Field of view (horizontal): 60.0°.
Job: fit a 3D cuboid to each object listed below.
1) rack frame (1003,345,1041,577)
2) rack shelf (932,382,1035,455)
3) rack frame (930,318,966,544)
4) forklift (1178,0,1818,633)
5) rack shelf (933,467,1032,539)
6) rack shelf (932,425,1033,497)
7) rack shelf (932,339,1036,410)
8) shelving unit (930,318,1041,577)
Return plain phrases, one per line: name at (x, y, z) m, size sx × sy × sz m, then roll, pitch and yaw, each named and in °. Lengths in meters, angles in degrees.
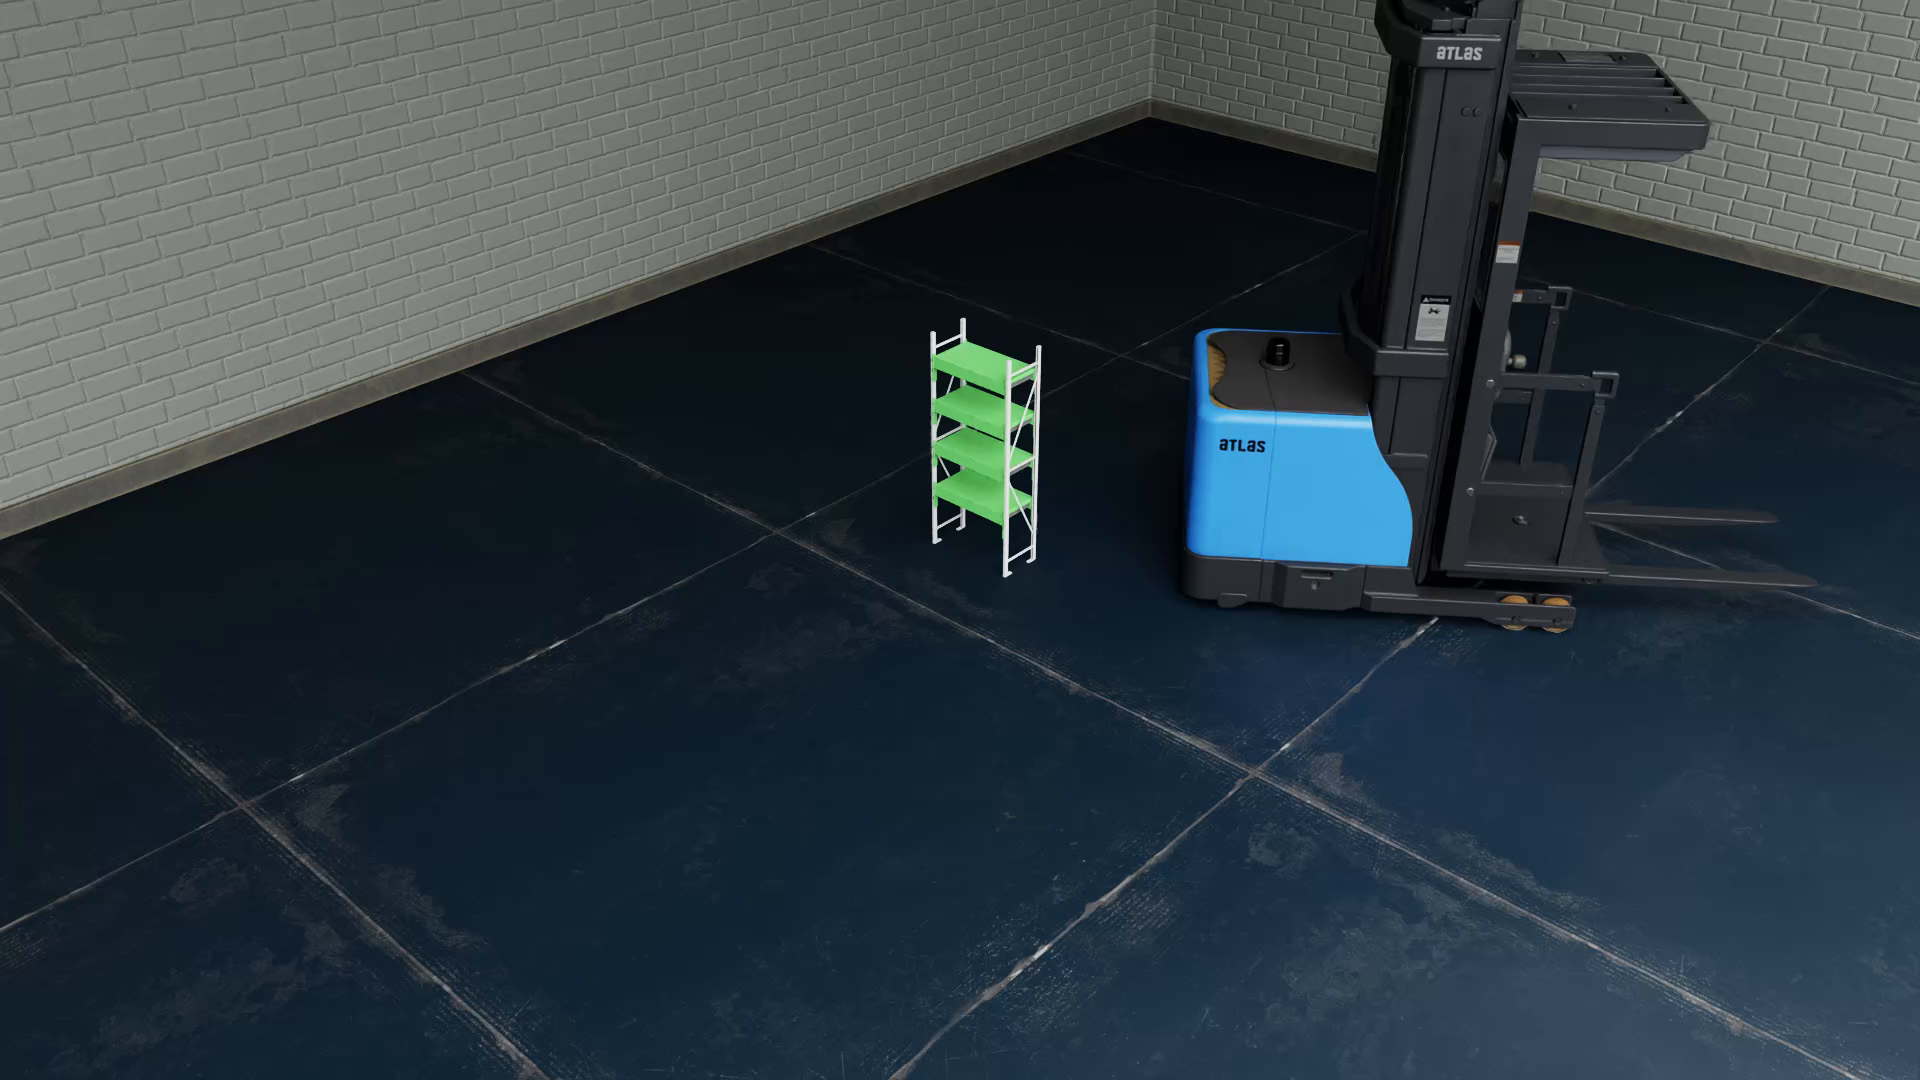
rack frame at (0.304, -0.372, 8.205) m, size 0.015 × 1.200 × 0.240 m, roll 25°, pitch 39°, yaw 35°
rack shelf at (0.123, -0.608, 8.255) m, size 0.480 × 0.148 × 0.258 m, roll 25°, pitch 39°, yaw 35°
rack frame at (-0.058, -0.541, 8.486) m, size 0.015 × 1.200 × 0.240 m, roll 25°, pitch 39°, yaw 35°
forklift at (2.638, -1.099, 7.734) m, size 3.031 × 2.935 × 1.130 m, roll 3°, pitch 31°, yaw 5°
rack shelf at (0.123, -0.196, 8.502) m, size 0.480 × 0.148 × 0.258 m, roll 25°, pitch 39°, yaw 35°
rack shelf at (0.123, -0.402, 8.378) m, size 0.480 × 0.148 × 0.258 m, roll 25°, pitch 39°, yaw 35°
rack shelf at (0.123, -0.813, 8.131) m, size 0.480 × 0.148 × 0.258 m, roll 25°, pitch 39°, yaw 35°
shelving unit at (0.123, -0.457, 8.345) m, size 0.503 × 1.200 × 0.258 m, roll 25°, pitch 39°, yaw 35°
